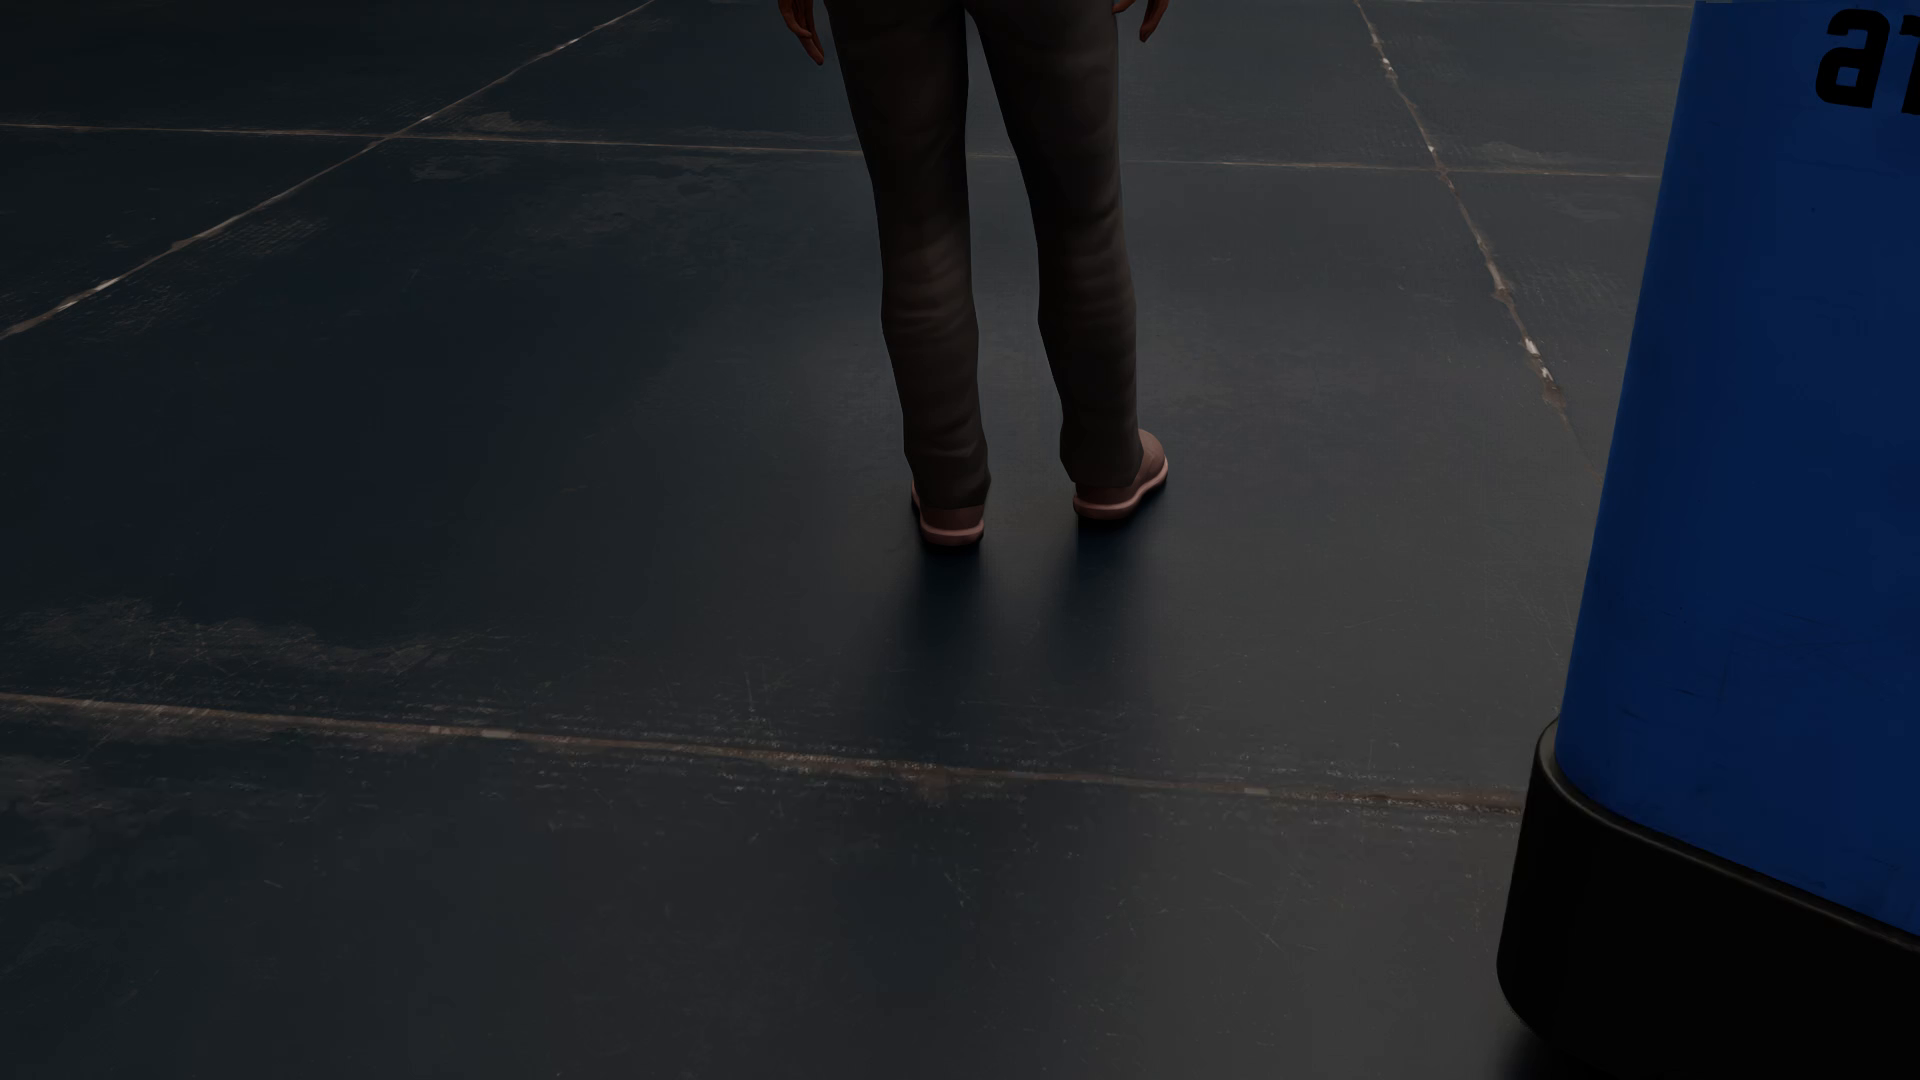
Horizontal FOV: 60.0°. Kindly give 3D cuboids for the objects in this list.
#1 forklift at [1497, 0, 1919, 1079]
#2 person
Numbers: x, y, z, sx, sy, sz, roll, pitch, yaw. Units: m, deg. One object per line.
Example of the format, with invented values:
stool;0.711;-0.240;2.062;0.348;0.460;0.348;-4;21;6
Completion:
forklift;1.926;-0.555;0.329;3.031;2.935;1.130;22;34;37
person;0.032;-0.785;2.203;0.569;1.655;0.504;3;27;7
